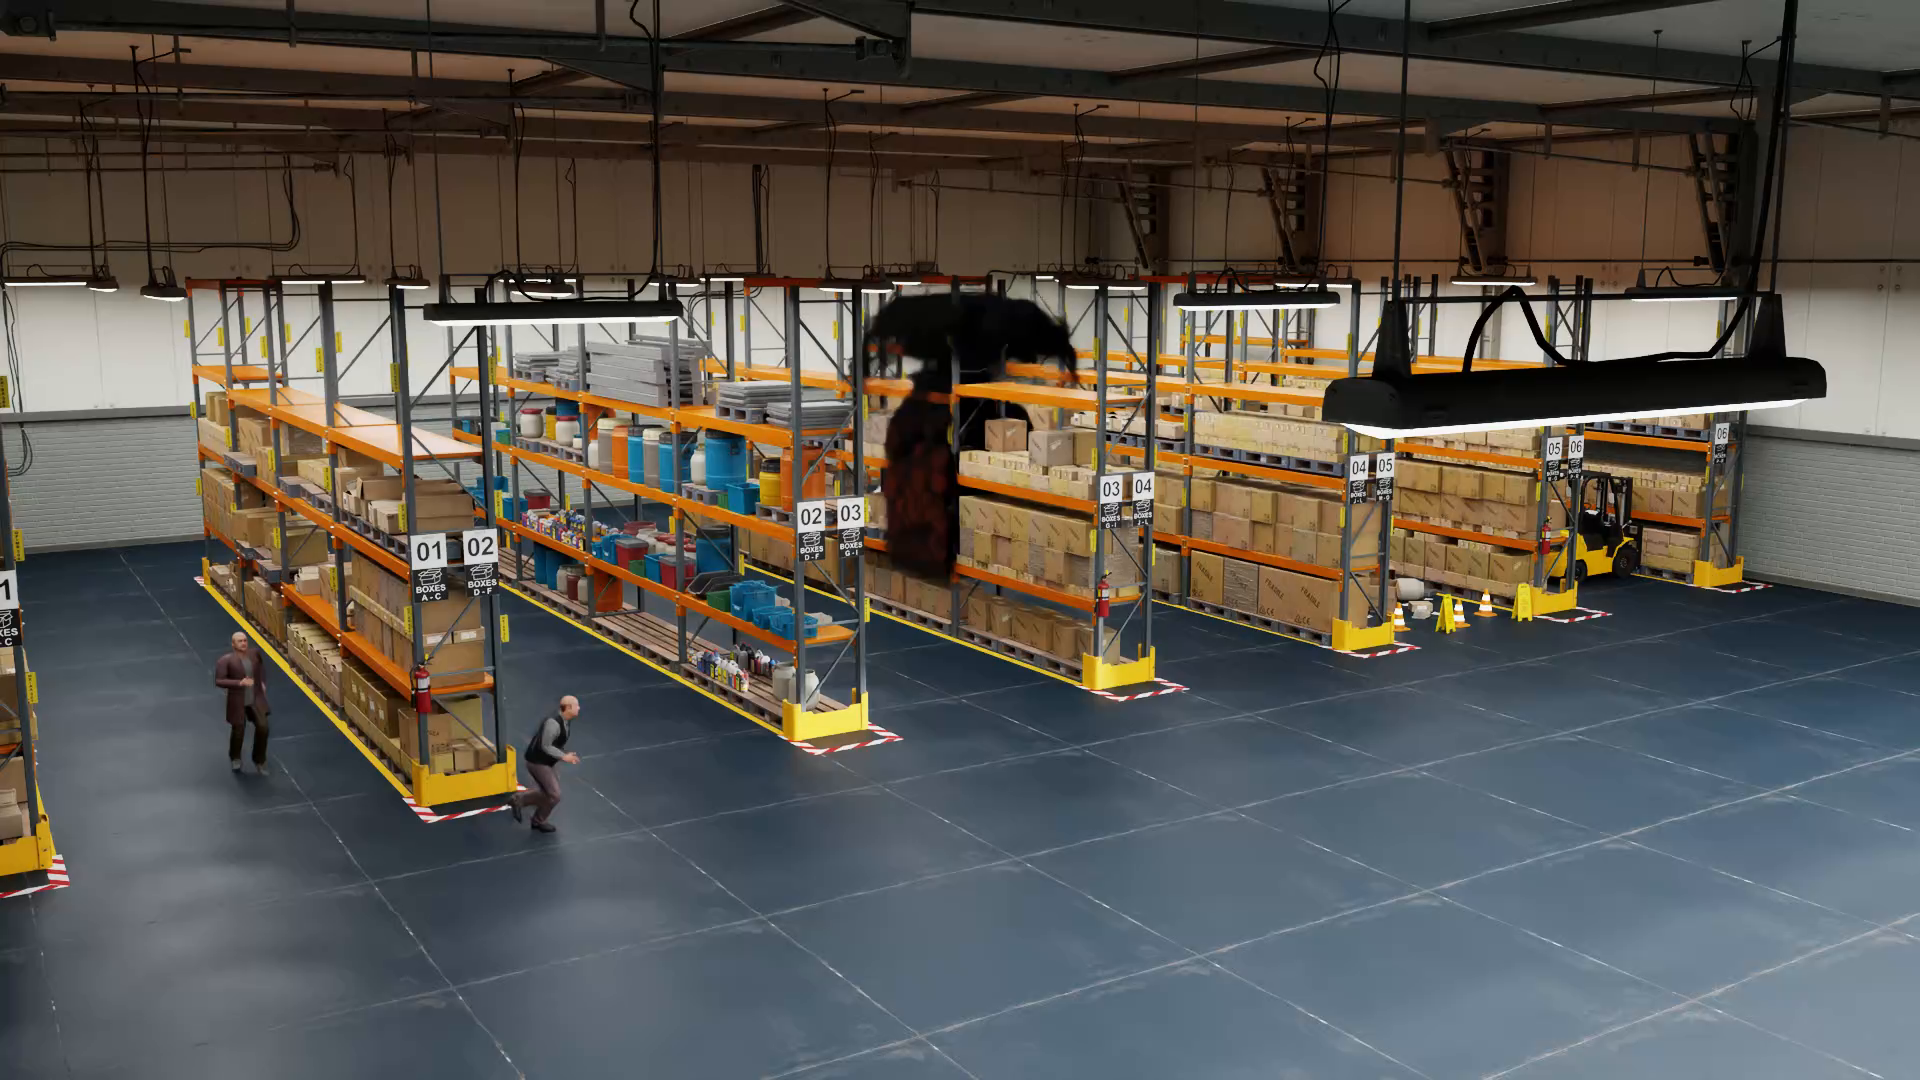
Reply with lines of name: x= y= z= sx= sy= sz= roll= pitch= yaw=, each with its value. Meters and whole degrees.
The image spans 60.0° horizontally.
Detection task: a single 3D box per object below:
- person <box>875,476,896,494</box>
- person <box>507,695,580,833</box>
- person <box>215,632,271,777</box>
person: x=-1.540 y=-0.506 z=34.531 sx=0.602 sy=1.700 sz=0.898 roll=-6 pitch=11 yaw=-34
person: x=-4.632 y=2.488 z=18.589 sx=0.823 sy=1.557 sz=0.671 roll=0 pitch=10 yaw=0
person: x=-8.858 y=2.078 z=20.581 sx=0.709 sy=1.781 sz=0.839 roll=-9 pitch=13 yaw=-44
